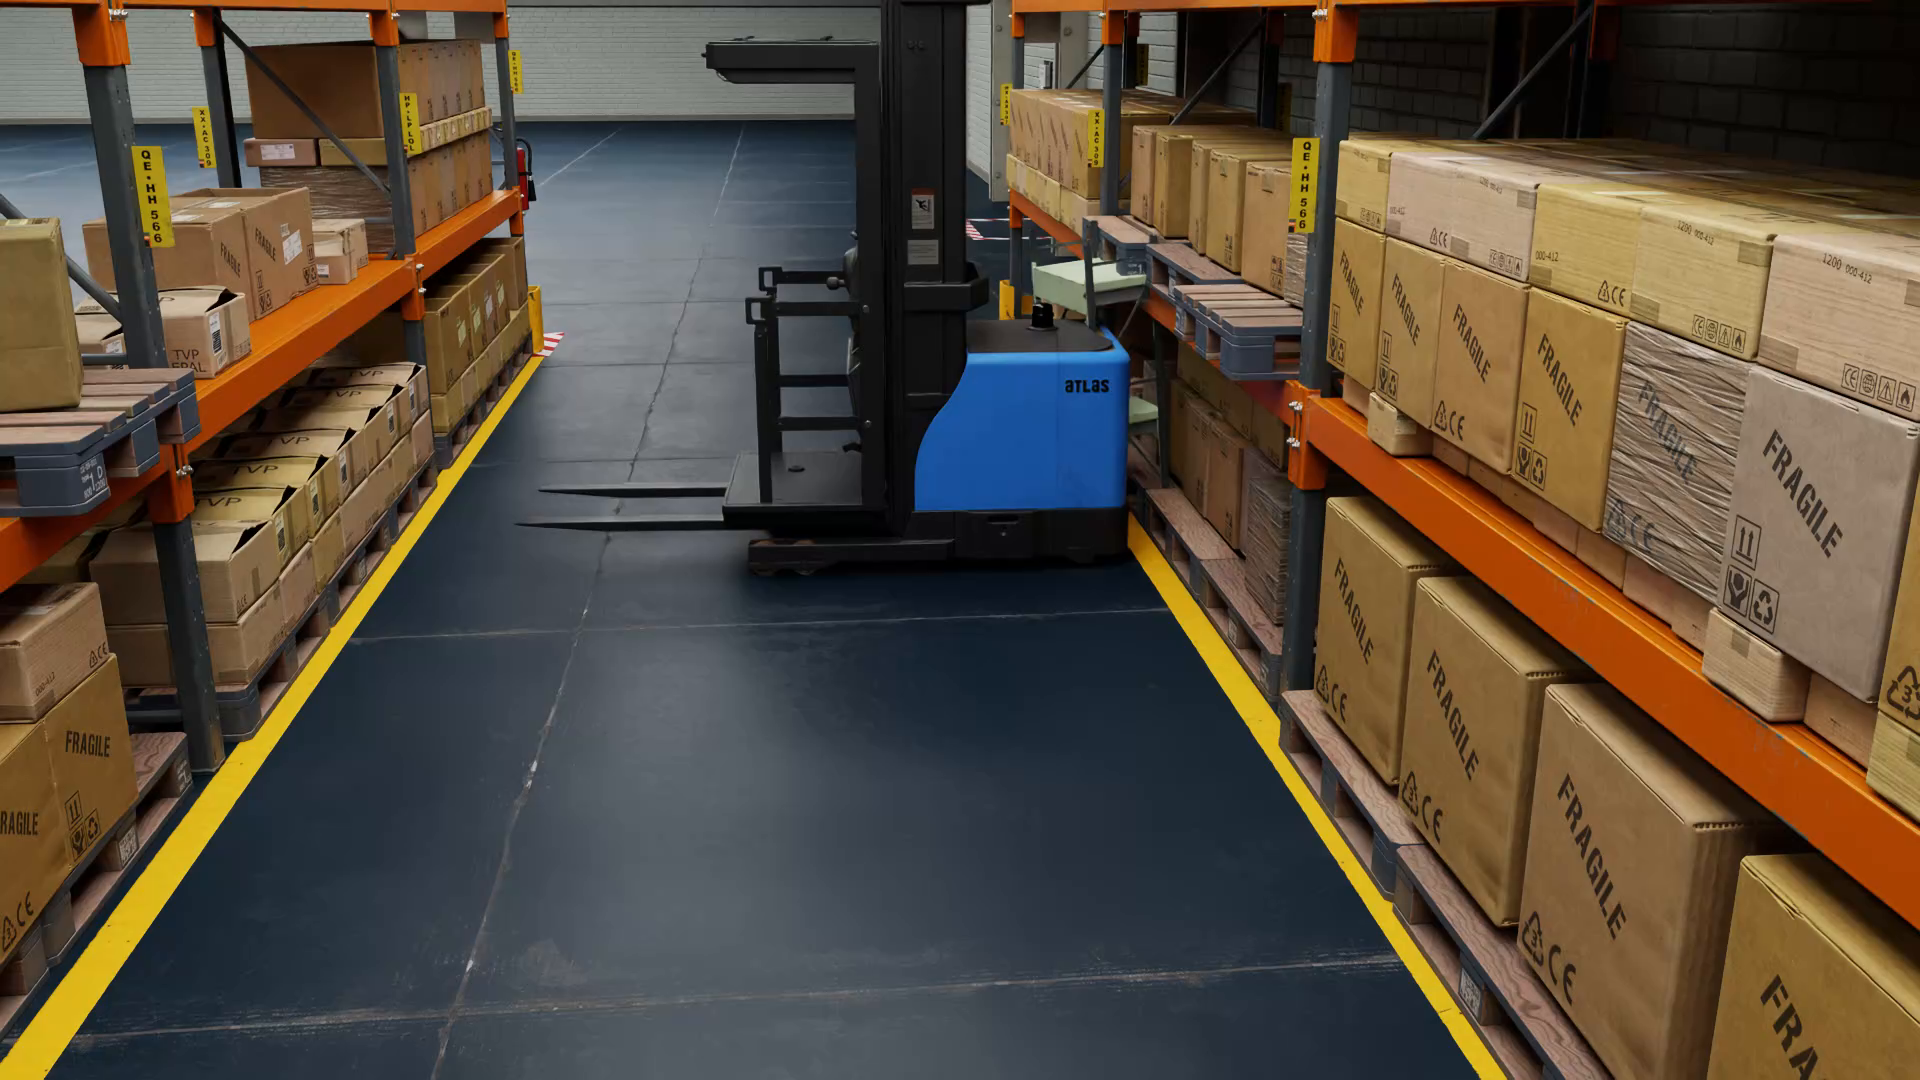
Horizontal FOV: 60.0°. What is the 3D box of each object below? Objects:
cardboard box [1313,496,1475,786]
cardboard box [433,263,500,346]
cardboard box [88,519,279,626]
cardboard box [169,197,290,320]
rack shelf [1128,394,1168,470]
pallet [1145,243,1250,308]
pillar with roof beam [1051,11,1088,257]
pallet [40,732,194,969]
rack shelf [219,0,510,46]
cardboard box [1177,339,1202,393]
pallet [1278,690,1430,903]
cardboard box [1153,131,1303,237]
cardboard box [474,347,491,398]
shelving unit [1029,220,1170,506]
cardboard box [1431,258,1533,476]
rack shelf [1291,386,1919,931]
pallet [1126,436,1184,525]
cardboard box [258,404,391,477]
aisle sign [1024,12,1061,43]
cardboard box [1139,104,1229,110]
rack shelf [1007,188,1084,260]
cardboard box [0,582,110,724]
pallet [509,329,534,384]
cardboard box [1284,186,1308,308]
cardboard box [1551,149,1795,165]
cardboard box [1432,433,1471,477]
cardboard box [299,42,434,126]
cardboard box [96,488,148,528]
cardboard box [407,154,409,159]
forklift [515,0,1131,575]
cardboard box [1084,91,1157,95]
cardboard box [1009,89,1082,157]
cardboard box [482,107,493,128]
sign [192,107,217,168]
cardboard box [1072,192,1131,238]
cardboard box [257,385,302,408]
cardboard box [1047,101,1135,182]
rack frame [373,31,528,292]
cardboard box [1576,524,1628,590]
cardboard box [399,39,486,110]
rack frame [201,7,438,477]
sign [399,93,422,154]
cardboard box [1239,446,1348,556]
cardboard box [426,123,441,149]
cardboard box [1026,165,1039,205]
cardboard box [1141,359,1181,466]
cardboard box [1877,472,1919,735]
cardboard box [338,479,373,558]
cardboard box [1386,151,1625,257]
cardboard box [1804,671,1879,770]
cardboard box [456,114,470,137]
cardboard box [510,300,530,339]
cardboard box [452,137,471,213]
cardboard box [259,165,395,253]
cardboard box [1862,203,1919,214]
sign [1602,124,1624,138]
[{"bbox_3d":[1.689,0.306,5.583,0.750,0.750,0.750,-2,18,-6],"label":"cardboard box"},{"bbox_3d":[-3.489,-1.621,11.471,0.500,0.500,0.500,-2,18,-6],"label":"cardboard box"},{"bbox_3d":[-2.945,0.090,6.335,0.500,0.311,0.500,-1,17,-4],"label":"cardboard box"},{"bbox_3d":[-3.427,-1.293,7.619,0.500,0.500,0.500,-2,18,-6],"label":"cardboard box"},{"bbox_3d":[0.778,-0.597,9.053,0.431,0.370,0.720,-11,19,-17],"label":"rack shelf"},{"bbox_3d":[1.499,-1.240,7.938,1.003,0.211,1.213,-2,18,-6],"label":"pallet"},{"bbox_3d":[-3.050,-7.461,17.420,9.100,9.000,0.400,-2,18,-6],"label":"pillar with roof beam"},{"bbox_3d":[-3.144,0.965,5.250,1.003,0.211,1.213,-2,18,-6],"label":"pallet"},{"bbox_3d":[-3.802,-3.464,10.897,1.077,0.370,4.000,-2,18,-6],"label":"rack shelf"},{"bbox_3d":[1.472,-0.960,8.913,0.500,0.250,0.500,-2,18,-7],"label":"cardboard box"},{"bbox_3d":[1.750,0.825,5.697,1.003,0.211,1.213,-2,18,-6],"label":"pallet"},{"bbox_3d":[1.400,-1.873,8.733,0.700,0.500,0.500,0,17,0],"label":"cardboard box"},{"bbox_3d":[-3.435,-1.115,11.109,0.500,0.250,0.500,-2,18,-6],"label":"cardboard box"},{"bbox_3d":[0.750,-0.905,8.949,0.431,1.500,0.755,-11,19,-17],"label":"shelving unit"},{"bbox_3d":[1.634,-0.485,4.518,0.500,0.500,0.500,-2,18,-6],"label":"cardboard box"},{"bbox_3d":[1.950,0.196,4.245,1.077,0.370,4.000,-2,18,-6],"label":"rack shelf"},{"bbox_3d":[1.413,-0.372,9.510,1.003,0.211,1.213,-2,18,-6],"label":"pallet"},{"bbox_3d":[-3.160,-0.521,8.282,0.500,0.311,0.500,-2,18,-6],"label":"cardboard box"},{"bbox_3d":[0.612,-4.379,13.277,0.394,0.787,0.004,-2,18,-6],"label":"aisle sign"},{"bbox_3d":[1.441,-2.531,10.696,0.500,0.500,0.500,-2,18,-6],"label":"cardboard box"},{"bbox_3d":[1.125,-2.187,11.837,1.077,0.370,4.000,-2,18,-6],"label":"rack shelf"},{"bbox_3d":[-2.844,0.324,4.823,0.500,0.250,0.500,-1,17,-4],"label":"cardboard box"},{"bbox_3d":[-3.888,-1.415,12.832,1.003,0.211,1.213,-2,18,-6],"label":"pallet"},{"bbox_3d":[1.685,-1.140,6.399,0.700,0.500,0.500,-4,18,-12],"label":"cardboard box"},{"bbox_3d":[2.098,-1.018,4.964,0.500,0.250,0.500,-2,18,-7],"label":"cardboard box"},{"bbox_3d":[1.656,-0.299,5.008,0.380,0.149,0.250,-2,18,-6],"label":"cardboard box"},{"bbox_3d":[-3.752,-2.879,10.506,0.700,0.500,0.500,-2,18,-6],"label":"cardboard box"},{"bbox_3d":[-3.543,-0.048,6.775,0.500,0.311,0.500,-2,18,-6],"label":"cardboard box"},{"bbox_3d":[-3.457,-2.298,9.740,0.380,0.149,0.250,-2,17,-5],"label":"cardboard box"},{"bbox_3d":[-0.700,-1.389,8.210,3.031,2.935,1.130,-1,17,-3],"label":"forklift"},{"bbox_3d":[1.220,-3.138,12.629,0.500,0.500,0.500,-2,17,-5],"label":"cardboard box"},{"bbox_3d":[0.669,-3.270,13.052,0.500,0.500,0.500,-2,18,-6],"label":"cardboard box"},{"bbox_3d":[-3.780,-3.221,12.680,0.380,0.149,0.250,-2,18,-7],"label":"cardboard box"},{"bbox_3d":[-4.148,-2.214,9.143,0.100,0.325,0.005,-2,18,-6],"label":"sign"},{"bbox_3d":[0.981,-2.004,10.270,0.500,0.250,0.500,-2,18,-6],"label":"cardboard box"},{"bbox_3d":[-3.755,-0.656,8.713,0.500,0.311,0.500,-2,18,-6],"label":"cardboard box"},{"bbox_3d":[0.876,-2.660,11.109,0.500,0.500,0.500,-2,18,-7],"label":"cardboard box"},{"bbox_3d":[-4.009,-2.972,13.136,1.000,3.000,0.127,-2,18,-6],"label":"rack frame"},{"bbox_3d":[1.736,0.008,4.030,0.380,0.149,0.250,-1,17,-4],"label":"cardboard box"},{"bbox_3d":[-3.968,-3.484,12.432,0.700,0.500,0.500,-2,18,-5],"label":"cardboard box"},{"bbox_3d":[-3.596,-1.780,9.340,1.000,3.000,0.127,-2,18,-6],"label":"rack frame"},{"bbox_3d":[-3.057,-2.315,9.241,0.100,0.325,0.005,-2,18,-6],"label":"sign"},{"bbox_3d":[1.680,-0.130,7.522,0.700,0.500,0.500,-2,18,-6],"label":"cardboard box"},{"bbox_3d":[-3.568,-2.607,10.725,0.380,0.149,0.250,-2,18,-7],"label":"cardboard box"},{"bbox_3d":[0.767,-2.603,12.177,0.500,0.250,0.500,-2,18,-7],"label":"cardboard box"},{"bbox_3d":[1.423,-0.733,9.443,0.700,0.500,0.500,-1,17,-4],"label":"cardboard box"},{"bbox_3d":[1.858,0.120,2.590,0.500,0.500,0.500,-2,18,-7],"label":"cardboard box"},{"bbox_3d":[-3.110,-0.099,7.875,0.500,0.250,0.500,-1,17,-5],"label":"cardboard box"},{"bbox_3d":[1.590,-0.996,4.894,0.500,0.250,0.500,-2,18,-6],"label":"cardboard box"},{"bbox_3d":[1.808,0.314,3.054,0.380,0.149,0.250,-1,17,-4],"label":"cardboard box"},{"bbox_3d":[-3.674,-2.914,11.701,0.380,0.149,0.250,-1,17,-4],"label":"cardboard box"},{"bbox_3d":[-3.659,-1.710,13.005,0.500,0.250,0.500,-2,18,-6],"label":"cardboard box"},{"bbox_3d":[-3.869,-2.576,11.707,0.700,0.500,0.500,-2,18,-5],"label":"cardboard box"},{"bbox_3d":[-3.648,-1.960,9.746,0.700,0.500,0.500,-2,18,-7],"label":"cardboard box"},{"bbox_3d":[2.250,-0.558,3.498,0.500,0.250,0.500,-2,18,-7],"label":"cardboard box"},{"bbox_3d":[2.295,-1.313,5.919,0.100,0.325,0.005,-2,18,-6],"label":"sign"}]
